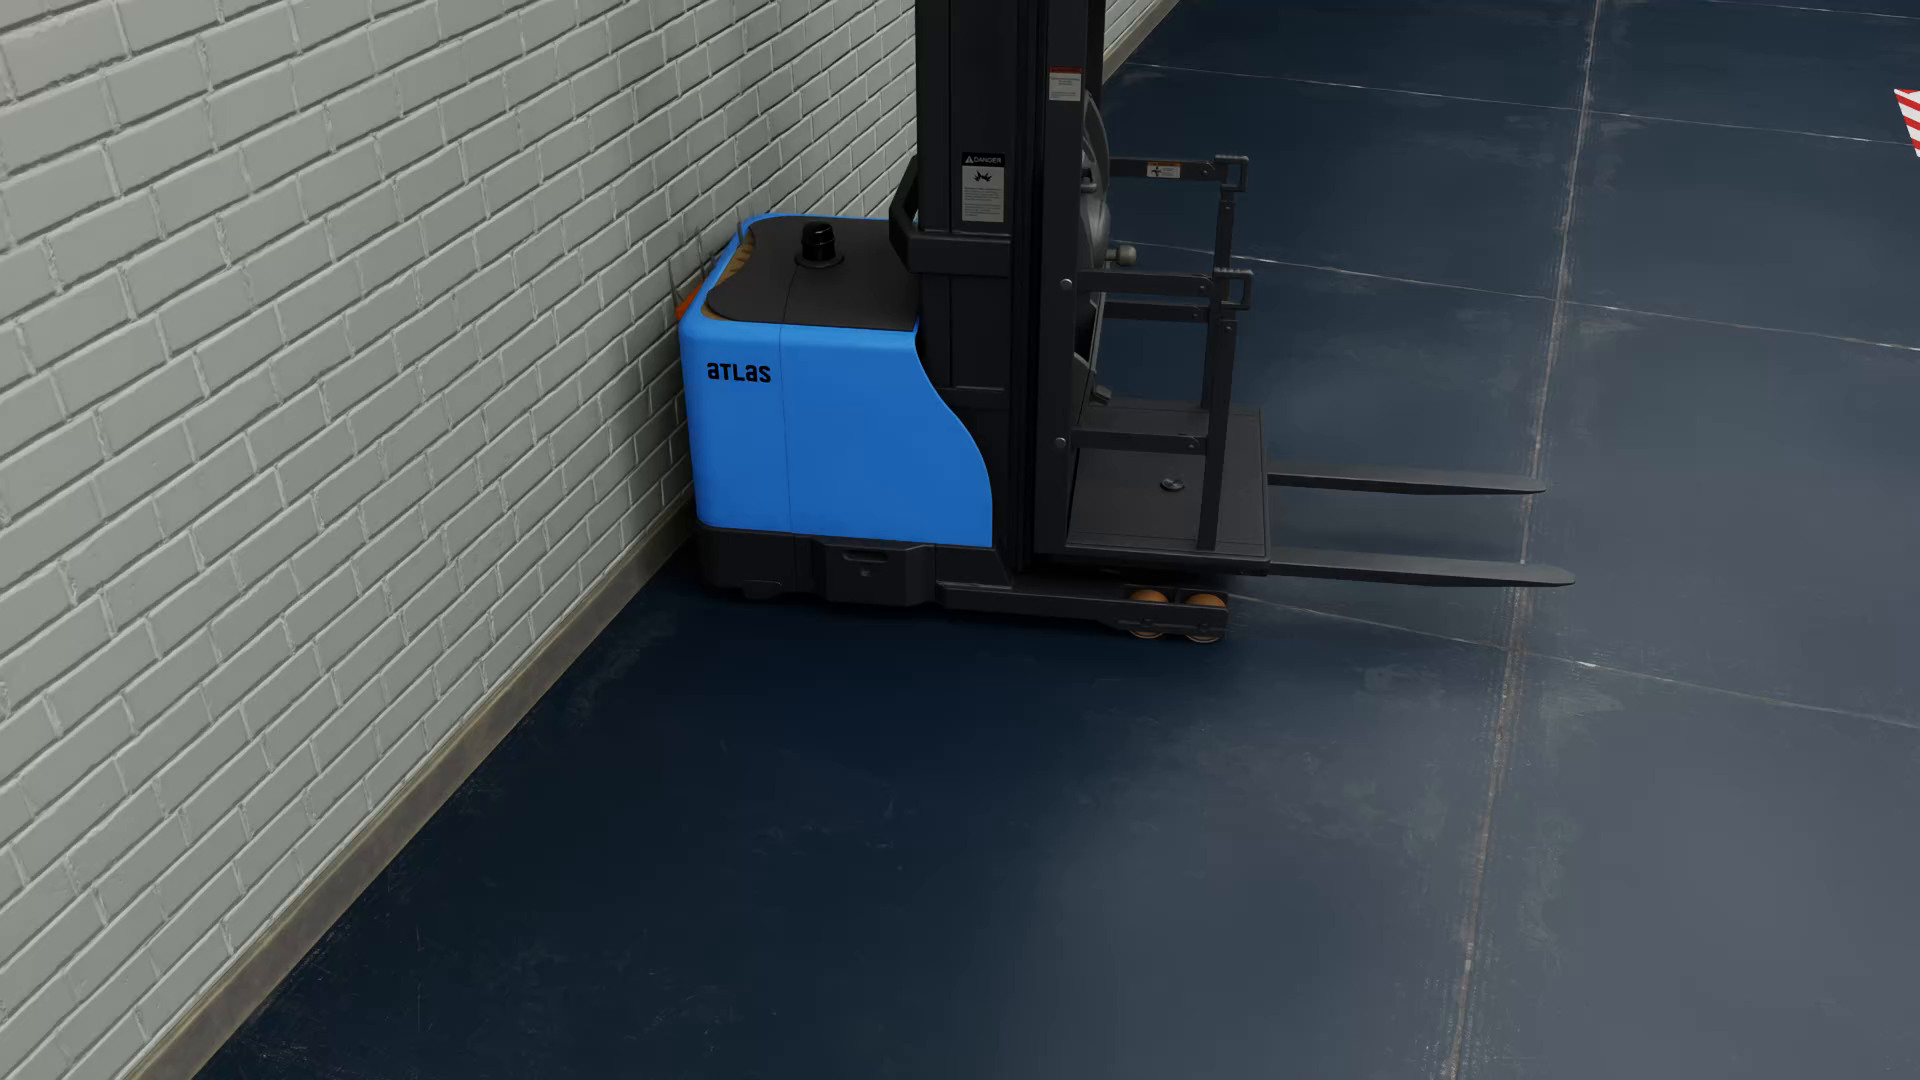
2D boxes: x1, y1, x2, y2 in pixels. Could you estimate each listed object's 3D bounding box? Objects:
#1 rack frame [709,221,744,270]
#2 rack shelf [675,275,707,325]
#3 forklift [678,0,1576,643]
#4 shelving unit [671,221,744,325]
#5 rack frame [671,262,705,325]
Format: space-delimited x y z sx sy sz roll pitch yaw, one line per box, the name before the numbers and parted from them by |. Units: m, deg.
rack frame | -0.770 -0.576 6.138 0.006 1.200 0.240 9 39 18
rack shelf | -0.881 -0.840 5.977 0.180 0.103 0.258 9 39 18
forklift | 0.623 -1.187 5.386 3.031 2.935 1.130 4 33 6
shelving unit | -0.857 -0.589 6.166 0.189 1.200 0.258 9 39 18
rack frame | -0.943 -0.602 6.195 0.006 1.200 0.240 9 39 18
